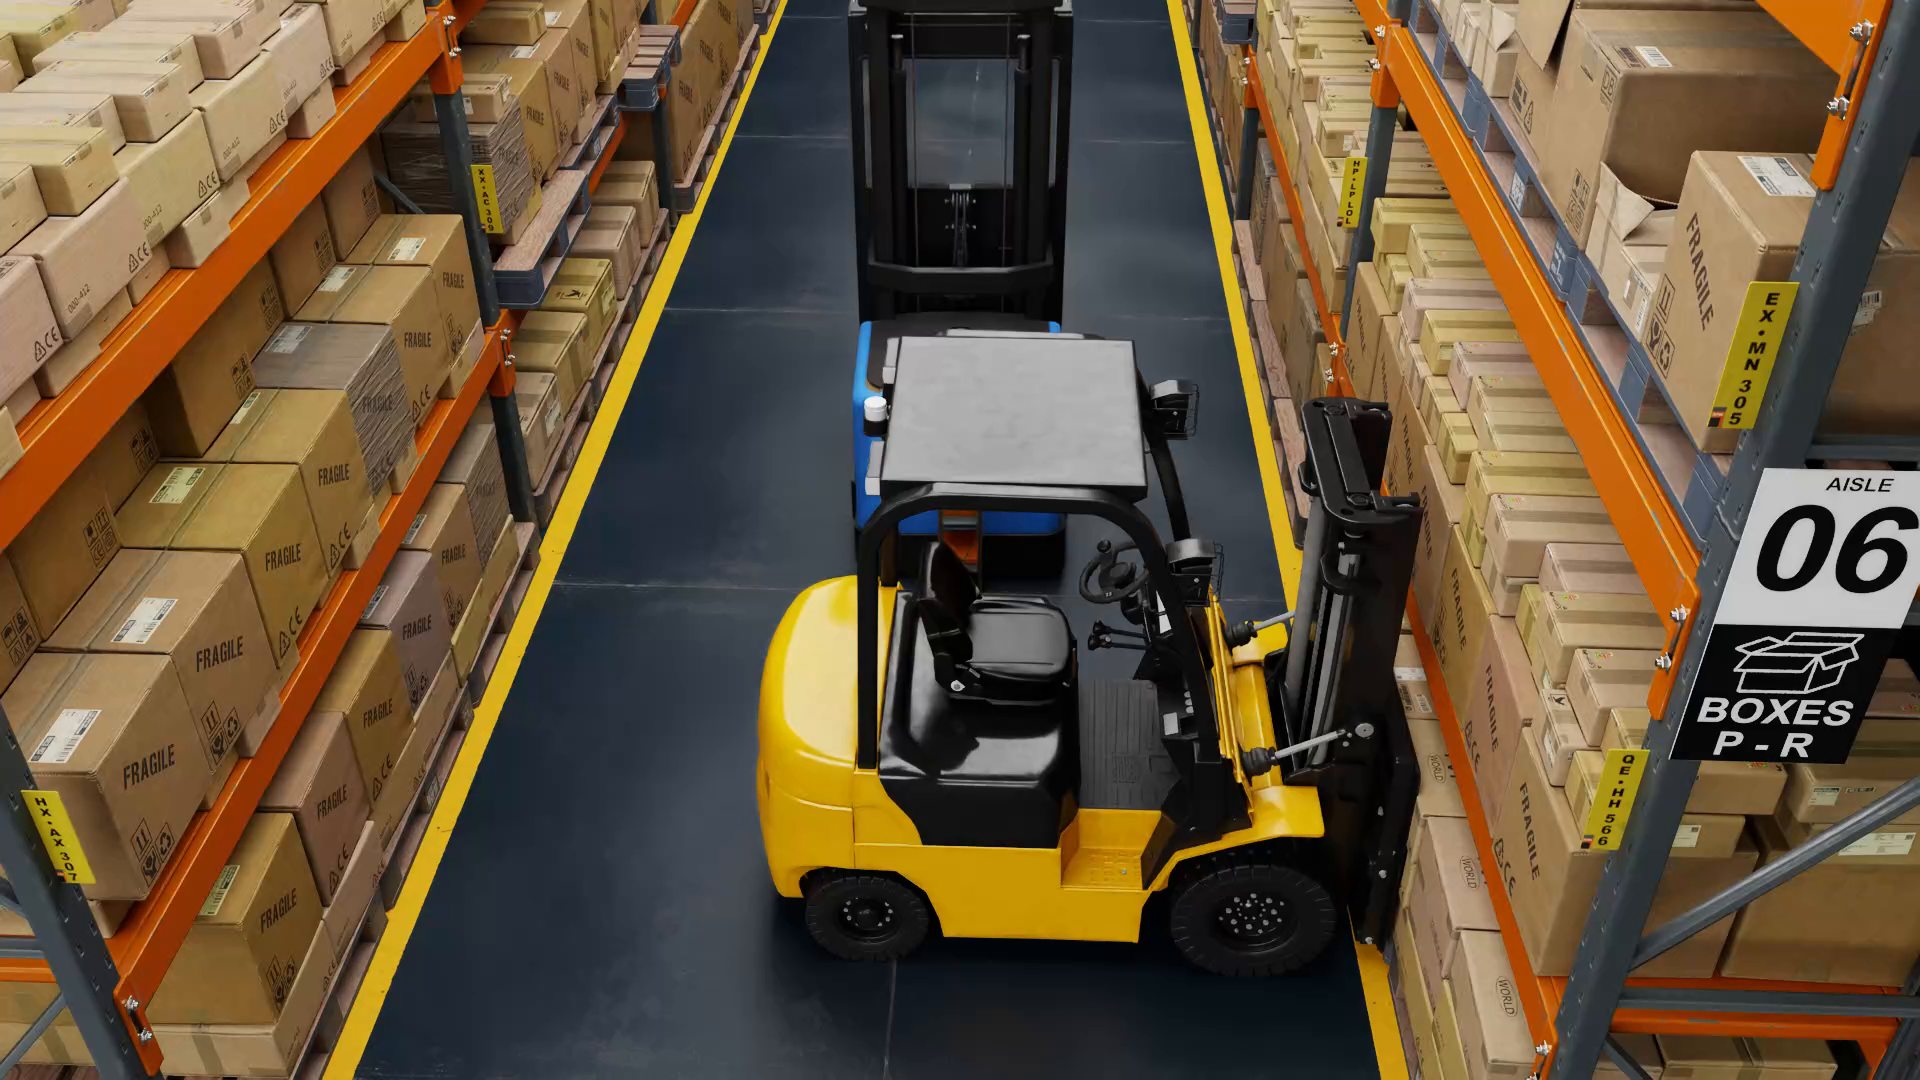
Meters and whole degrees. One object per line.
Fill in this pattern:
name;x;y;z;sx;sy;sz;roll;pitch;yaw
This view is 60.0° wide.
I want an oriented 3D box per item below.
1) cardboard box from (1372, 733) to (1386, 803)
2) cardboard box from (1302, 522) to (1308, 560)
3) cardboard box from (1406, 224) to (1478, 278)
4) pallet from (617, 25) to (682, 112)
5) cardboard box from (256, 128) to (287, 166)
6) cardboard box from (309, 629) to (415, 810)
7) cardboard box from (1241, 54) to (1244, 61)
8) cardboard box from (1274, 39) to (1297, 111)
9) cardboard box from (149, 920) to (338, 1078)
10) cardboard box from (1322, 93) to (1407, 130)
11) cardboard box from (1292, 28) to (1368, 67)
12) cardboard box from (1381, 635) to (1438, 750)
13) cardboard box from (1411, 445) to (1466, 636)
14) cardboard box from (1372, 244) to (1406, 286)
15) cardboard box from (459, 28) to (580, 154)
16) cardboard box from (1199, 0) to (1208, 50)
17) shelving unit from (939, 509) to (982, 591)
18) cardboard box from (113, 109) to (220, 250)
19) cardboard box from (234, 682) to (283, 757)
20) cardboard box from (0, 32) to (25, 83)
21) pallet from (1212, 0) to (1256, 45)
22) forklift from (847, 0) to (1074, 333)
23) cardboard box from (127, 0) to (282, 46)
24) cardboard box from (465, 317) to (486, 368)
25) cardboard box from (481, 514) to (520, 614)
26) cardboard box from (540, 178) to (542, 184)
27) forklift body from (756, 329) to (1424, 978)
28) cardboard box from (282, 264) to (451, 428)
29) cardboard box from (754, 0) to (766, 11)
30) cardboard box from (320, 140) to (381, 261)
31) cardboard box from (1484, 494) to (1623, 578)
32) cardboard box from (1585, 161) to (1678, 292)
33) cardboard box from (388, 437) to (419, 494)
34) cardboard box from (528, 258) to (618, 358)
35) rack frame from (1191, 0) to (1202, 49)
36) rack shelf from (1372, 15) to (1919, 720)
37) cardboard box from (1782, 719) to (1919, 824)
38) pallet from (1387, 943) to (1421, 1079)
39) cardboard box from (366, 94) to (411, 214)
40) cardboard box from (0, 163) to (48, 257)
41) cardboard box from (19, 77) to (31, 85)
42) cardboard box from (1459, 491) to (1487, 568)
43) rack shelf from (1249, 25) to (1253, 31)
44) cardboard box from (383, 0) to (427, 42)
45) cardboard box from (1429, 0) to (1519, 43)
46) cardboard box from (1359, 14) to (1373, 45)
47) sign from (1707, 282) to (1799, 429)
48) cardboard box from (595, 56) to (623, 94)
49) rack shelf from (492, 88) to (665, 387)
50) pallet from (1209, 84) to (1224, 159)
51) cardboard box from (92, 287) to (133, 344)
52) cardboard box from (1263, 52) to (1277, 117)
cardboard box;1.874;0.805;6.533;0.500;0.250;0.500;1;35;2
cardboard box;1.923;0.141;7.912;0.500;0.250;0.500;2;35;2
cardboard box;2.061;-1.181;6.858;0.380;0.149;0.250;2;35;3
pallet;-2.448;-3.003;10.526;1.213;0.211;1.003;1;35;2
cardboard box;-2.545;-1.393;5.679;0.380;0.149;0.250;2;35;3
cardboard box;-2.493;0.690;6.479;0.500;0.500;0.500;2;35;3
cardboard box;2.291;-3.543;12.373;0.380;0.149;0.250;2;35;3
cardboard box;2.111;-2.686;9.605;0.500;0.250;0.500;0;35;1
cardboard box;-12.623;0.468;6.153;20.716;1.739;1.673;1;35;1
cardboard box;2.071;-2.181;8.540;0.380;0.149;0.250;1;35;1
cardboard box;2.085;-2.769;9.375;0.380;0.149;0.250;2;35;3
cardboard box;1.872;0.613;6.371;0.500;0.250;0.500;1;35;1
cardboard box;1.929;0.005;5.993;0.500;0.500;0.500;2;35;2
cardboard box;1.997;-1.212;7.160;0.380;0.149;0.250;1;35;1
cardboard box;-2.328;-2.364;8.739;0.500;0.500;0.500;1;35;2
cardboard box;2.350;-4.555;14.377;0.500;0.500;0.500;3;35;4
shelving unit;0.002;-0.123;7.958;0.215;1.050;0.252;0;35;0
cardboard box;-2.535;-1.054;4.849;0.500;0.250;0.500;2;35;3
cardboard box;-2.483;0.575;5.487;0.380;0.149;0.250;2;35;3
cardboard box;-3.101;-1.430;5.039;0.380;0.149;0.250;2;35;3
pallet;2.391;-3.693;11.509;1.213;0.211;1.003;1;35;2
forklift;0.008;-1.840;8.765;1.121;2.935;3.031;0;35;0
cardboard box;-2.466;-1.711;5.438;0.380;0.149;0.250;2;35;2
cardboard box;-2.395;-0.900;7.587;0.380;0.149;0.250;1;35;1
cardboard box;-2.442;0.104;7.965;0.500;0.250;0.500;3;35;4
cardboard box;-2.395;-1.882;8.618;0.380;0.149;0.250;3;35;5
forklift body;0.366;0.431;6.211;2.313;2.155;1.214;1;35;2
cardboard box;-2.470;-0.801;6.880;0.500;0.500;0.500;2;35;3
cardboard box;-2.233;-5.273;15.453;0.875;0.438;0.875;1;35;1
cardboard box;-2.921;-1.519;7.033;0.700;0.500;0.500;1;35;1
cardboard box;1.862;-0.010;5.191;0.380;0.149;0.250;2;35;3
cardboard box;1.852;-0.798;4.278;0.396;0.266;0.258;1;35;2
cardboard box;-2.433;-0.317;6.756;0.380;0.149;0.250;1;35;1
cardboard box;-2.617;-1.406;10.007;0.950;0.372;0.625;2;35;3
rack frame;2.594;-5.679;14.167;1.000;3.000;0.127;1;35;2
rack shelf;2.193;-0.866;5.336;1.077;0.370;4.000;1;35;2
cardboard box;2.339;0.600;4.324;0.380;0.149;0.250;1;35;1
pallet;2.101;1.916;5.785;1.003;0.211;1.213;1;35;2
cardboard box;-2.898;-1.800;7.937;0.500;0.500;0.500;1;35;1
cardboard box;-2.564;-0.834;4.190;0.380;0.149;0.250;1;35;2
cardboard box;-3.041;-1.362;5.288;0.500;0.250;0.500;2;35;2
cardboard box;1.873;-0.034;5.484;0.380;0.149;0.250;2;35;2
rack shelf;2.514;-4.315;12.683;0.919;0.124;3.809;1;35;2
cardboard box;-2.394;-2.131;6.729;0.380;0.149;0.250;1;35;2
cardboard box;1.996;-2.014;5.969;0.500;0.311;0.500;2;35;3
cardboard box;2.674;-2.965;10.002;0.500;0.250;0.500;2;35;2
sign;1.571;-0.362;3.292;0.100;0.325;0.005;1;35;2
cardboard box;-2.223;-2.764;9.873;0.380;0.149;0.250;2;35;3
rack shelf;-2.607;-2.050;9.629;1.077;0.370;4.000;1;35;2
pallet;2.553;-3.367;13.303;1.003;0.211;1.213;1;35;2
cardboard box;-2.558;-0.651;4.624;0.380;0.149;0.250;1;35;2
cardboard box;2.146;-2.781;10.174;0.500;0.250;0.500;1;35;1
